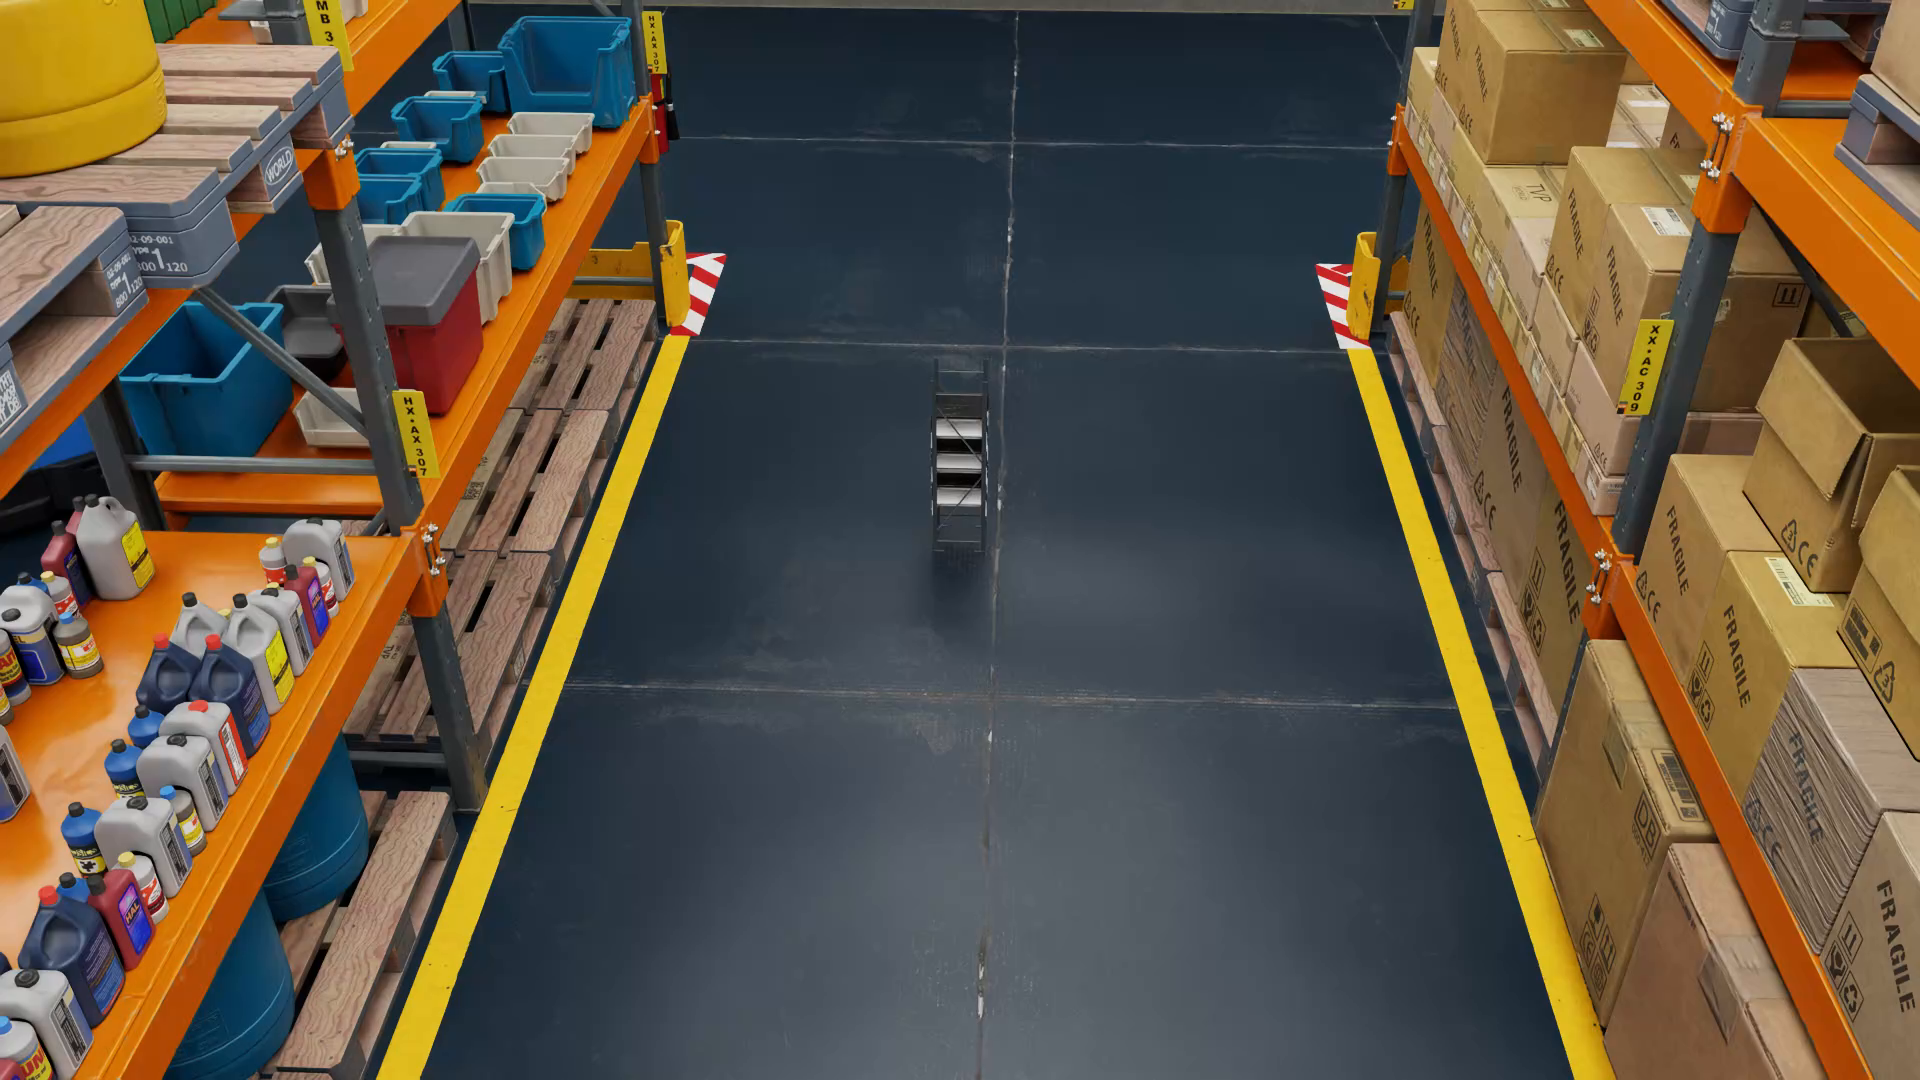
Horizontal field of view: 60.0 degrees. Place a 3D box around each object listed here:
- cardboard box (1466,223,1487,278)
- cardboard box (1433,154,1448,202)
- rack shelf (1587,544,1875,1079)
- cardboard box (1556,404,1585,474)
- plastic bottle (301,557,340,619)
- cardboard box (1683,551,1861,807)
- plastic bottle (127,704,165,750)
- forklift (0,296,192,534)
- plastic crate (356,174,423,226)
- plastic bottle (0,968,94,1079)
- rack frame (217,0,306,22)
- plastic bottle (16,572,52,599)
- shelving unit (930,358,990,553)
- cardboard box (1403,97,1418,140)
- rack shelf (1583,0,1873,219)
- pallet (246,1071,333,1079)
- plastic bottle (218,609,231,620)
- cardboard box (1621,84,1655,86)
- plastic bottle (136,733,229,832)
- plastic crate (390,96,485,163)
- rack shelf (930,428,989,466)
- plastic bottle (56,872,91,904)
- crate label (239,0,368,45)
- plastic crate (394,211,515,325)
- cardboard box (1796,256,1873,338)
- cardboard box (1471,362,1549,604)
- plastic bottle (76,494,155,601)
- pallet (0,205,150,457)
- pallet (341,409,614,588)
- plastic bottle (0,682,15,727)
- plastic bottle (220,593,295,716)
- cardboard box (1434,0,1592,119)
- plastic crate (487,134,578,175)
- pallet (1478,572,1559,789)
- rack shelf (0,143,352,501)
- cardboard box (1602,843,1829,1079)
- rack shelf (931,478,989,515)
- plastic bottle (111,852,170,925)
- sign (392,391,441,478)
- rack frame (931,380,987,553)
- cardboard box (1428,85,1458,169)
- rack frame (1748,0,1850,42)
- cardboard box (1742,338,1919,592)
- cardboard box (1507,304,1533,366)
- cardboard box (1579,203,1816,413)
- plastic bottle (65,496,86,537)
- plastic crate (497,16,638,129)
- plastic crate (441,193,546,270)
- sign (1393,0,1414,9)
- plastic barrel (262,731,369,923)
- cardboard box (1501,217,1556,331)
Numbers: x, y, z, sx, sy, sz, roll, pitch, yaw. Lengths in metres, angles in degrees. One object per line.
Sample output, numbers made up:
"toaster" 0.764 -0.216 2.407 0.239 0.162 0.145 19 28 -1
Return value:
"cardboard box" 2.397 -1.241 7.125 0.380 0.149 0.250 0 35 1
"cardboard box" 2.429 -1.680 7.750 0.380 0.149 0.250 1 35 1
"rack shelf" 2.560 1.318 3.892 1.077 0.370 4.000 1 35 2
"cardboard box" 2.335 -0.354 5.863 0.380 0.149 0.250 2 35 3
"plastic bottle" -1.979 0.143 5.111 0.097 0.201 0.097 0 35 0
"cardboard box" 2.353 0.381 4.512 0.500 0.500 0.500 1 35 2
"plastic bottle" -2.162 0.554 4.465 0.097 0.271 0.097 0 35 0
"forklift" -5.074 -1.282 7.025 3.031 2.935 1.130 -24 42 -30
"plastic crate" -2.552 -1.431 7.271 0.416 0.233 0.300 1 35 2
"plastic bottle" -2.073 1.071 3.725 0.152 0.276 0.135 1 35 2
"rack frame" -2.309 -2.694 3.758 1.000 3.000 0.127 1 35 2
"plastic bottle" -2.745 0.213 4.950 0.097 0.271 0.097 0 35 0
"shelving unit" 0.000 -0.373 7.498 0.258 0.900 0.210 1 35 2
"cardboard box" 2.457 -2.124 8.383 0.380 0.149 0.250 2 35 2
"rack shelf" 2.721 -2.207 6.299 1.077 0.370 4.000 1 35 2
"pallet" -2.428 2.046 4.655 1.003 0.211 1.213 1 35 2
"plastic bottle" -2.142 0.293 4.897 0.097 0.201 0.097 0 35 0
"cardboard box" 3.047 -2.199 8.142 0.500 0.250 0.500 1 35 1
"plastic bottle" -2.042 0.622 4.365 0.152 0.276 0.135 1 35 2
"plastic crate" -2.513 -1.982 8.054 0.416 0.233 0.300 1 35 2
"rack shelf" 0.000 -0.419 7.465 0.258 0.077 0.200 1 35 2
"plastic bottle" -2.095 0.899 3.973 0.097 0.271 0.097 0 35 0
"crate label" -2.000 -1.634 5.086 0.293 0.136 0.466 1 35 2
"plastic crate" -2.063 -1.089 6.742 0.437 0.282 0.530 1 35 2
"cardboard box" 2.915 -0.762 5.445 0.500 0.500 0.500 1 35 2
"cardboard box" 2.783 -0.322 7.083 0.875 0.875 0.875 1 35 2
"plastic bottle" -2.648 -0.002 5.187 0.144 0.351 0.185 1 35 2
"pallet" -2.285 -0.286 3.103 1.003 0.211 1.213 1 35 2
"pallet" -2.272 -0.225 7.887 1.003 0.211 1.213 1 35 2
"plastic bottle" -2.759 0.431 4.701 0.097 0.201 0.097 0 35 0
"plastic bottle" -2.019 0.316 4.735 0.144 0.351 0.185 1 35 2
"cardboard box" 2.492 -2.234 7.540 0.500 0.500 0.500 1 35 1
"plastic crate" -2.026 -1.816 7.902 0.396 0.136 0.243 1 35 2
"pallet" 2.749 0.580 6.741 1.003 0.211 1.213 1 35 2
"rack shelf" -2.389 -0.024 3.192 1.077 0.370 4.000 1 35 2
"cardboard box" 2.600 1.454 4.556 1.225 0.875 0.875 0 35 0
"rack shelf" 0.000 -0.198 7.621 0.258 0.077 0.200 1 35 2
"plastic bottle" -2.028 0.853 4.101 0.097 0.201 0.097 0 35 0
"sign" -1.759 -0.339 5.383 0.100 0.325 0.005 1 35 2
"rack frame" -0.004 -0.314 7.415 0.240 0.900 0.006 1 35 2
"cardboard box" 2.498 -1.916 7.739 0.500 0.250 0.500 1 35 1
"rack frame" 2.640 -2.580 3.595 1.000 3.000 0.127 1 35 2
"cardboard box" 2.623 -0.210 4.480 0.797 0.503 0.637 0 35 1
"cardboard box" 2.366 -0.797 6.493 0.380 0.149 0.250 2 35 3
"cardboard box" 2.392 -0.763 5.446 0.500 0.500 0.500 2 35 3
"plastic bottle" -2.750 0.009 5.230 0.061 0.283 0.133 1 35 2
"plastic crate" -1.975 -2.380 8.445 0.616 0.435 0.499 1 35 2
"plastic crate" -1.974 -1.308 7.096 0.416 0.233 0.300 1 35 2
"sign" 2.247 -2.826 8.341 0.100 0.325 0.005 1 35 2
"plastic barrel" -2.348 0.759 5.521 0.600 0.901 0.708 1 35 2
"cardboard box" 2.434 -1.036 6.487 0.500 0.250 0.500 2 35 3
